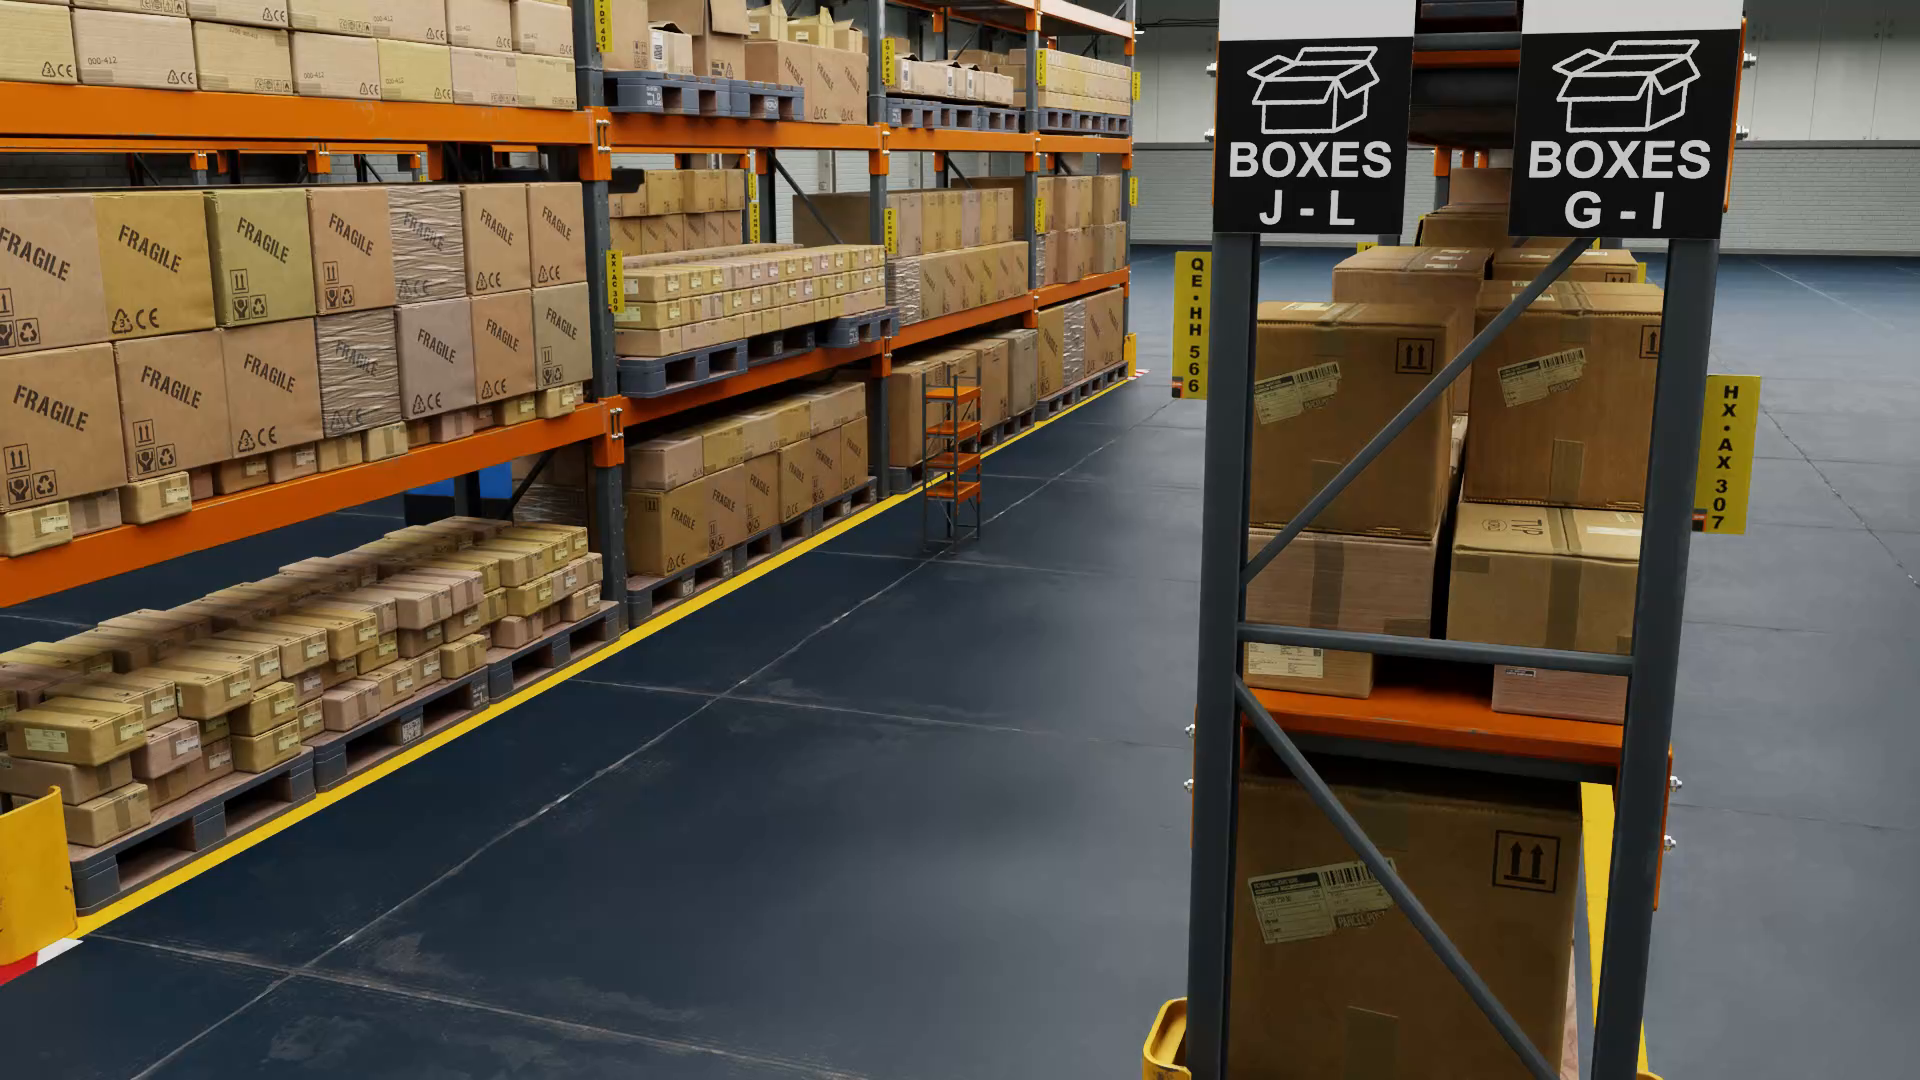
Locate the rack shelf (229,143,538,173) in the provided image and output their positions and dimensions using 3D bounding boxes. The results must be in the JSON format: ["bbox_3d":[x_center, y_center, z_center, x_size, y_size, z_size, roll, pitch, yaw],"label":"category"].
[{"bbox_3d":[-5.108,-3.684,15.763,1.077,0.370,4.000,4,14,18],"label":"rack shelf"}]

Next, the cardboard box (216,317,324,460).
[{"bbox_3d":[-2.901,-0.617,6.556,0.500,0.500,0.500,5,14,19],"label":"cardboard box"}]

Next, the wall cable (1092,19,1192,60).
[{"bbox_3d":[5.528,-14.630,50.994,3.097,2.526,0.112,4,14,18],"label":"wall cable"}]

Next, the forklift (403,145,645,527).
[{"bbox_3d":[-3.018,-1.745,12.547,1.130,2.935,3.031,3,13,13],"label":"forklift"}]

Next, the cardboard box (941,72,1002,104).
[{"bbox_3d":[0.064,-4.025,14.810,0.500,0.250,0.500,4,14,18],"label":"cardboard box"}]

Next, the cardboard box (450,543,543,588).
[{"bbox_3d":[-2.321,0.125,8.327,0.380,0.149,0.250,4,14,18],"label":"cardboard box"}]

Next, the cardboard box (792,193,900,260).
[{"bbox_3d":[-0.884,-2.446,12.992,0.700,0.500,0.500,4,14,18],"label":"cardboard box"}]

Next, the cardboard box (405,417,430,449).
[{"bbox_3d":[-2.626,-0.499,7.496,0.380,0.149,0.250,4,13,18],"label":"cardboard box"}]

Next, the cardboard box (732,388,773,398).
[{"bbox_3d":[-1.655,-0.933,11.824,0.500,0.250,0.500,4,14,18],"label":"cardboard box"}]

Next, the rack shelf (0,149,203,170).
[{"bbox_3d":[-9.806,-4.040,17.325,1.077,0.370,4.000,4,14,18],"label":"rack shelf"}]

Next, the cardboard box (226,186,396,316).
[{"bbox_3d":[-2.723,-1.210,6.910,0.500,0.500,0.500,4,13,17],"label":"cardboard box"}]

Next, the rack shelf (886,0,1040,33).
[{"bbox_3d":[-0.392,-4.616,14.005,1.077,0.370,4.000,4,14,18],"label":"rack shelf"}]

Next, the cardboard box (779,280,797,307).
[{"bbox_3d":[-1.266,-1.580,10.623,0.380,0.149,0.250,4,13,17],"label":"cardboard box"}]

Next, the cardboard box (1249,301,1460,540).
[{"bbox_3d":[0.942,-0.312,4.098,0.500,0.500,0.500,5,14,19],"label":"cardboard box"}]

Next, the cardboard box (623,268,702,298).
[{"bbox_3d":[-1.686,-1.455,9.406,0.380,0.149,0.250,5,14,20],"label":"cardboard box"}]

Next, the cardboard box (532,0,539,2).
[{"bbox_3d":[-2.252,-2.659,7.974,0.380,0.149,0.250,5,14,20],"label":"cardboard box"}]

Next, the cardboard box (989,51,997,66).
[{"bbox_3d":[0.154,-4.794,16.612,0.380,0.149,0.250,4,14,18],"label":"cardboard box"}]

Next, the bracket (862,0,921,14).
[{"bbox_3d":[-1.810,-13.188,40.956,0.076,0.066,4.783,4,14,18],"label":"bracket"}]

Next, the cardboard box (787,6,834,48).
[{"bbox_3d":[-1.076,-3.487,11.340,0.396,0.266,0.258,4,14,18],"label":"cardboard box"}]

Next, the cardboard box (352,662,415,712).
[{"bbox_3d":[-2.667,0.640,7.408,0.380,0.149,0.250,4,14,18],"label":"cardboard box"}]

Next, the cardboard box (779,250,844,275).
[{"bbox_3d":[-1.015,-1.888,11.302,0.380,0.149,0.250,5,14,20],"label":"cardboard box"}]

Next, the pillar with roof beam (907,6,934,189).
[{"bbox_3d":[2.896,-11.778,42.870,9.100,9.000,0.548,4,14,18],"label":"pillar with roof beam"}]

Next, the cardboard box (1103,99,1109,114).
[{"bbox_3d":[1.433,-4.785,18.367,0.380,0.149,0.250,4,13,18],"label":"cardboard box"}]

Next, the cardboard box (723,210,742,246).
[{"bbox_3d":[-3.082,-3.895,20.920,0.500,0.500,0.500,4,13,17],"label":"cardboard box"}]

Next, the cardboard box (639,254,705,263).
[{"bbox_3d":[-1.880,-1.776,10.811,0.380,0.149,0.250,4,14,18],"label":"cardboard box"}]

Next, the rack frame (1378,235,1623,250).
[{"bbox_3d":[2.327,-0.595,7.356,1.000,3.000,0.127,4,14,18],"label":"rack frame"}]

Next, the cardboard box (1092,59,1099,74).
[{"bbox_3d":[1.268,-5.066,17.806,0.380,0.149,0.250,4,14,19],"label":"cardboard box"}]

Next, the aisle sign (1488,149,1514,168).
[{"bbox_3d":[5.946,-4.424,18.288,0.394,0.787,0.004,4,14,18],"label":"aisle sign"}]

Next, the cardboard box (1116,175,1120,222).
[{"bbox_3d":[1.393,-4.025,19.616,0.875,0.550,0.550,4,14,18],"label":"cardboard box"}]

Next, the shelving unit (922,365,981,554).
[{"bbox_3d":[-0.054,-0.550,11.202,0.258,1.200,0.503,4,14,18],"label":"shelving unit"}]

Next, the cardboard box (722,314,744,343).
[{"bbox_3d":[-1.519,-1.270,9.931,0.380,0.149,0.250,4,14,19],"label":"cardboard box"}]

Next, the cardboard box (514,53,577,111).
[{"bbox_3d":[-2.236,-2.240,8.158,0.500,0.250,0.500,5,14,20],"label":"cardboard box"}]

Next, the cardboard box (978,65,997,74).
[{"bbox_3d":[0.172,-4.568,16.520,0.500,0.250,0.500,4,14,18],"label":"cardboard box"}]

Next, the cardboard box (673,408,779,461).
[{"bbox_3d":[-1.505,-0.681,10.721,0.500,0.250,0.500,5,14,21],"label":"cardboard box"}]

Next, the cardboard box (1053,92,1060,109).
[{"bbox_3d":[0.777,-4.358,16.498,0.380,0.149,0.250,4,14,19],"label":"cardboard box"}]

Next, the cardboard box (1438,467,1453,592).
[{"bbox_3d":[1.104,-0.053,4.648,0.500,0.250,0.500,4,13,17],"label":"cardboard box"}]

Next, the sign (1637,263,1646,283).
[{"bbox_3d":[2.853,-1.016,7.077,0.100,0.325,0.005,4,14,18],"label":"sign"}]

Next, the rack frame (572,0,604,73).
[{"bbox_3d":[-2.333,-3.899,8.346,1.000,3.000,0.127,4,14,18],"label":"rack frame"}]

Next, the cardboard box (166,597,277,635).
[{"bbox_3d":[-3.228,0.363,7.281,0.380,0.149,0.250,4,13,17],"label":"cardboard box"}]

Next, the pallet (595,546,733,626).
[{"bbox_3d":[-2.083,0.222,10.042,1.003,0.211,1.213,4,14,18],"label":"pallet"}]

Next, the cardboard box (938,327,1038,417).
[{"bbox_3d":[0.140,-1.629,15.996,1.050,0.750,0.750,4,14,18],"label":"cardboard box"}]

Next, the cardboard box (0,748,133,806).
[{"bbox_3d":[-3.215,0.817,5.963,0.380,0.149,0.250,5,14,21],"label":"cardboard box"}]

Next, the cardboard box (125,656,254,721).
[{"bbox_3d":[-2.958,0.567,6.388,0.380,0.149,0.250,4,14,18],"label":"cardboard box"}]

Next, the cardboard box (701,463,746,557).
[{"bbox_3d":[-1.673,-0.208,10.331,0.500,0.500,0.500,5,14,21],"label":"cardboard box"}]

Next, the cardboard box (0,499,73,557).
[{"bbox_3d":[-3.212,-0.054,5.547,0.380,0.149,0.250,4,14,18],"label":"cardboard box"}]

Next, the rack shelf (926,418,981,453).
[{"bbox_3d":[-0.054,-0.703,11.167,0.258,0.148,0.480,4,14,18],"label":"rack shelf"}]

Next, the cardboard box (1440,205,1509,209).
[{"bbox_3d":[3.156,-1.686,9.653,0.797,0.503,0.637,5,14,20],"label":"cardboard box"}]

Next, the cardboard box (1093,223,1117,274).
[{"bbox_3d":[1.315,-3.375,19.196,0.875,0.550,0.550,4,14,18],"label":"cardboard box"}]

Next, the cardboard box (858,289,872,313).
[{"bbox_3d":[-0.846,-1.709,11.856,0.380,0.149,0.250,4,14,18],"label":"cardboard box"}]

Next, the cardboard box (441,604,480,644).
[{"bbox_3d":[-2.518,0.372,7.912,0.380,0.149,0.250,5,14,20],"label":"cardboard box"}]

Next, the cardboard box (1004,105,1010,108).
[{"bbox_3d":[0.317,-4.513,17.174,0.380,0.149,0.250,4,14,19],"label":"cardboard box"}]

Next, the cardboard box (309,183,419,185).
[{"bbox_3d":[-2.863,-1.467,8.036,0.500,0.500,0.500,4,13,17],"label":"cardboard box"}]

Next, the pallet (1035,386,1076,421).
[{"bbox_3d":[0.575,-1.453,17.380,1.003,0.211,1.213,4,14,18],"label":"pallet"}]

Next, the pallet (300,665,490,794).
[{"bbox_3d":[-2.910,0.787,7.564,1.003,0.211,1.213,4,14,18],"label":"pallet"}]

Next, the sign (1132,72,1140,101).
[{"bbox_3d":[2.059,-5.314,19.476,0.100,0.325,0.005,4,14,18],"label":"sign"}]
